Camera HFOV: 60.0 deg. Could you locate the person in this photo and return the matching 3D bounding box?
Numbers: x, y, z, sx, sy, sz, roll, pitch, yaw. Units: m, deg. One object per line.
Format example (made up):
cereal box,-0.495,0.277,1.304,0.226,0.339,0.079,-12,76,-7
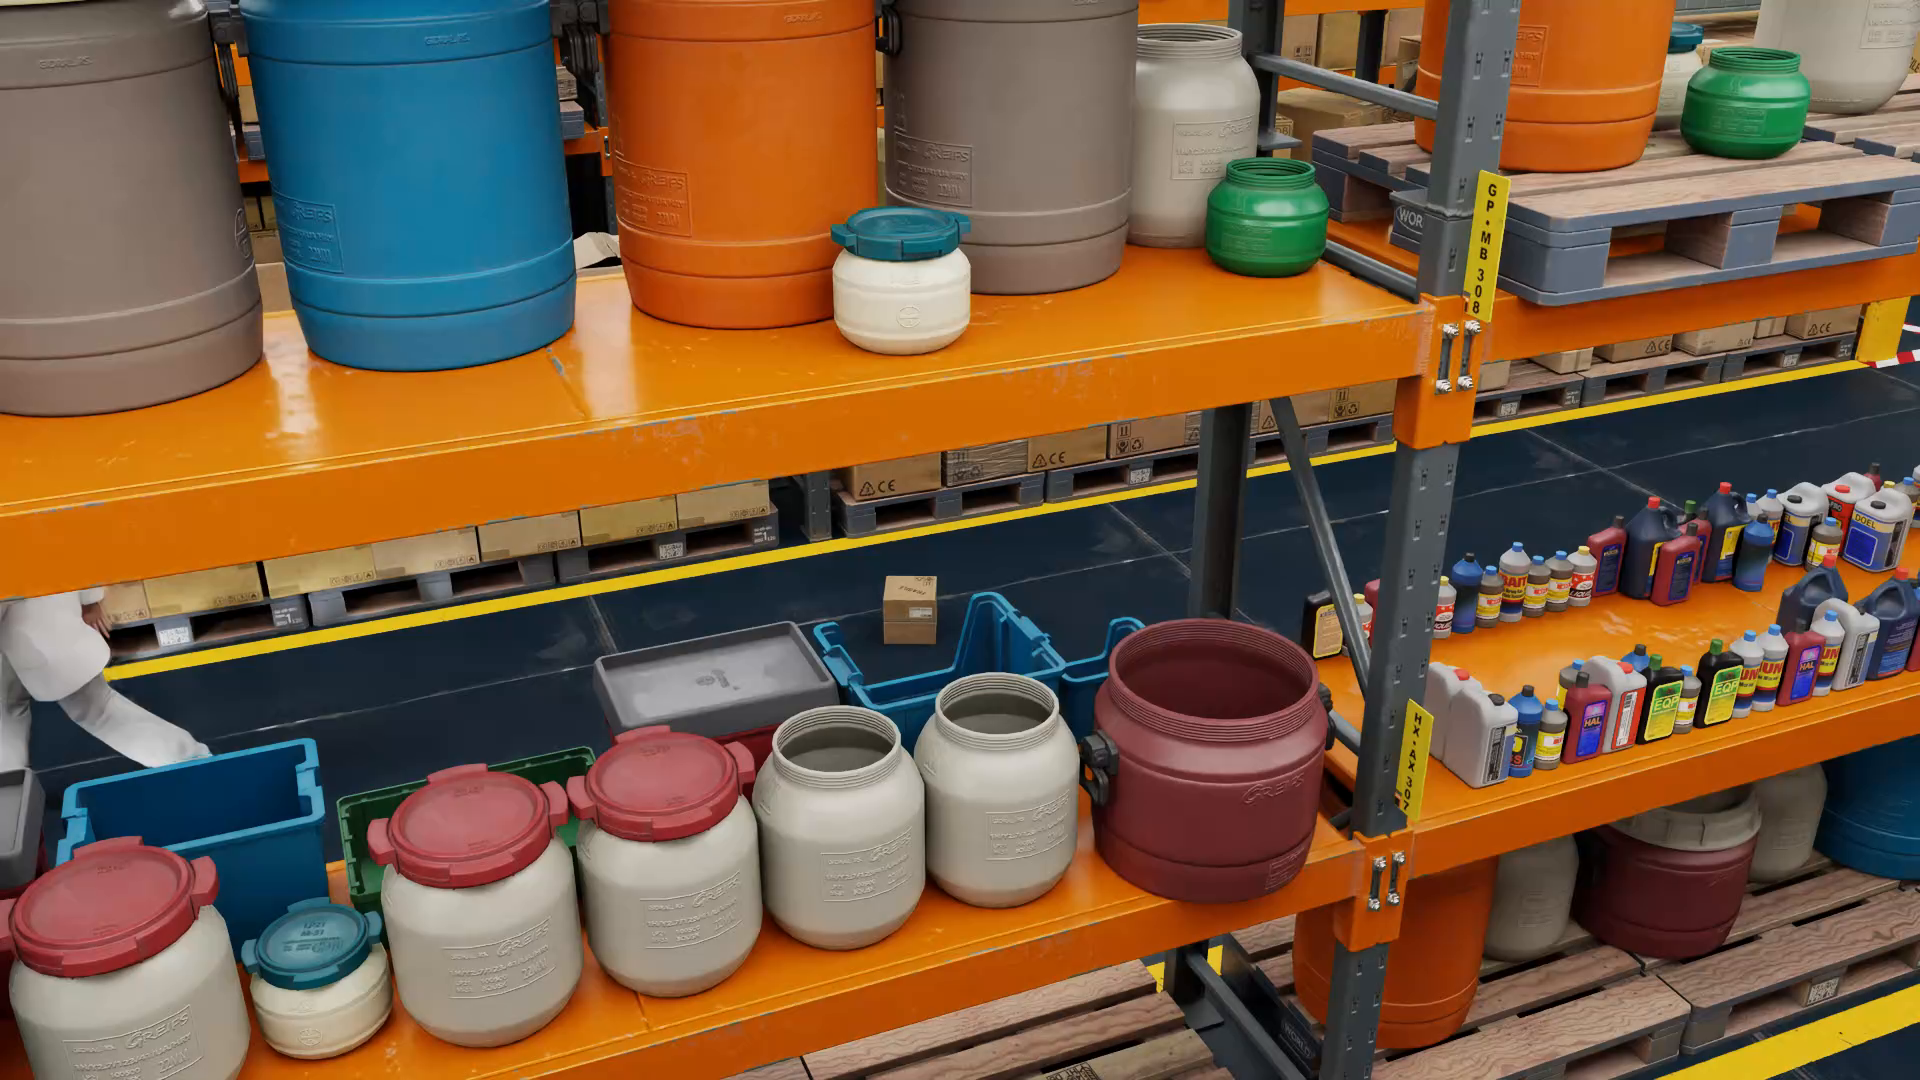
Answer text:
person,-3.617,0.322,6.458,1.125,1.727,0.557,-9,27,-18
